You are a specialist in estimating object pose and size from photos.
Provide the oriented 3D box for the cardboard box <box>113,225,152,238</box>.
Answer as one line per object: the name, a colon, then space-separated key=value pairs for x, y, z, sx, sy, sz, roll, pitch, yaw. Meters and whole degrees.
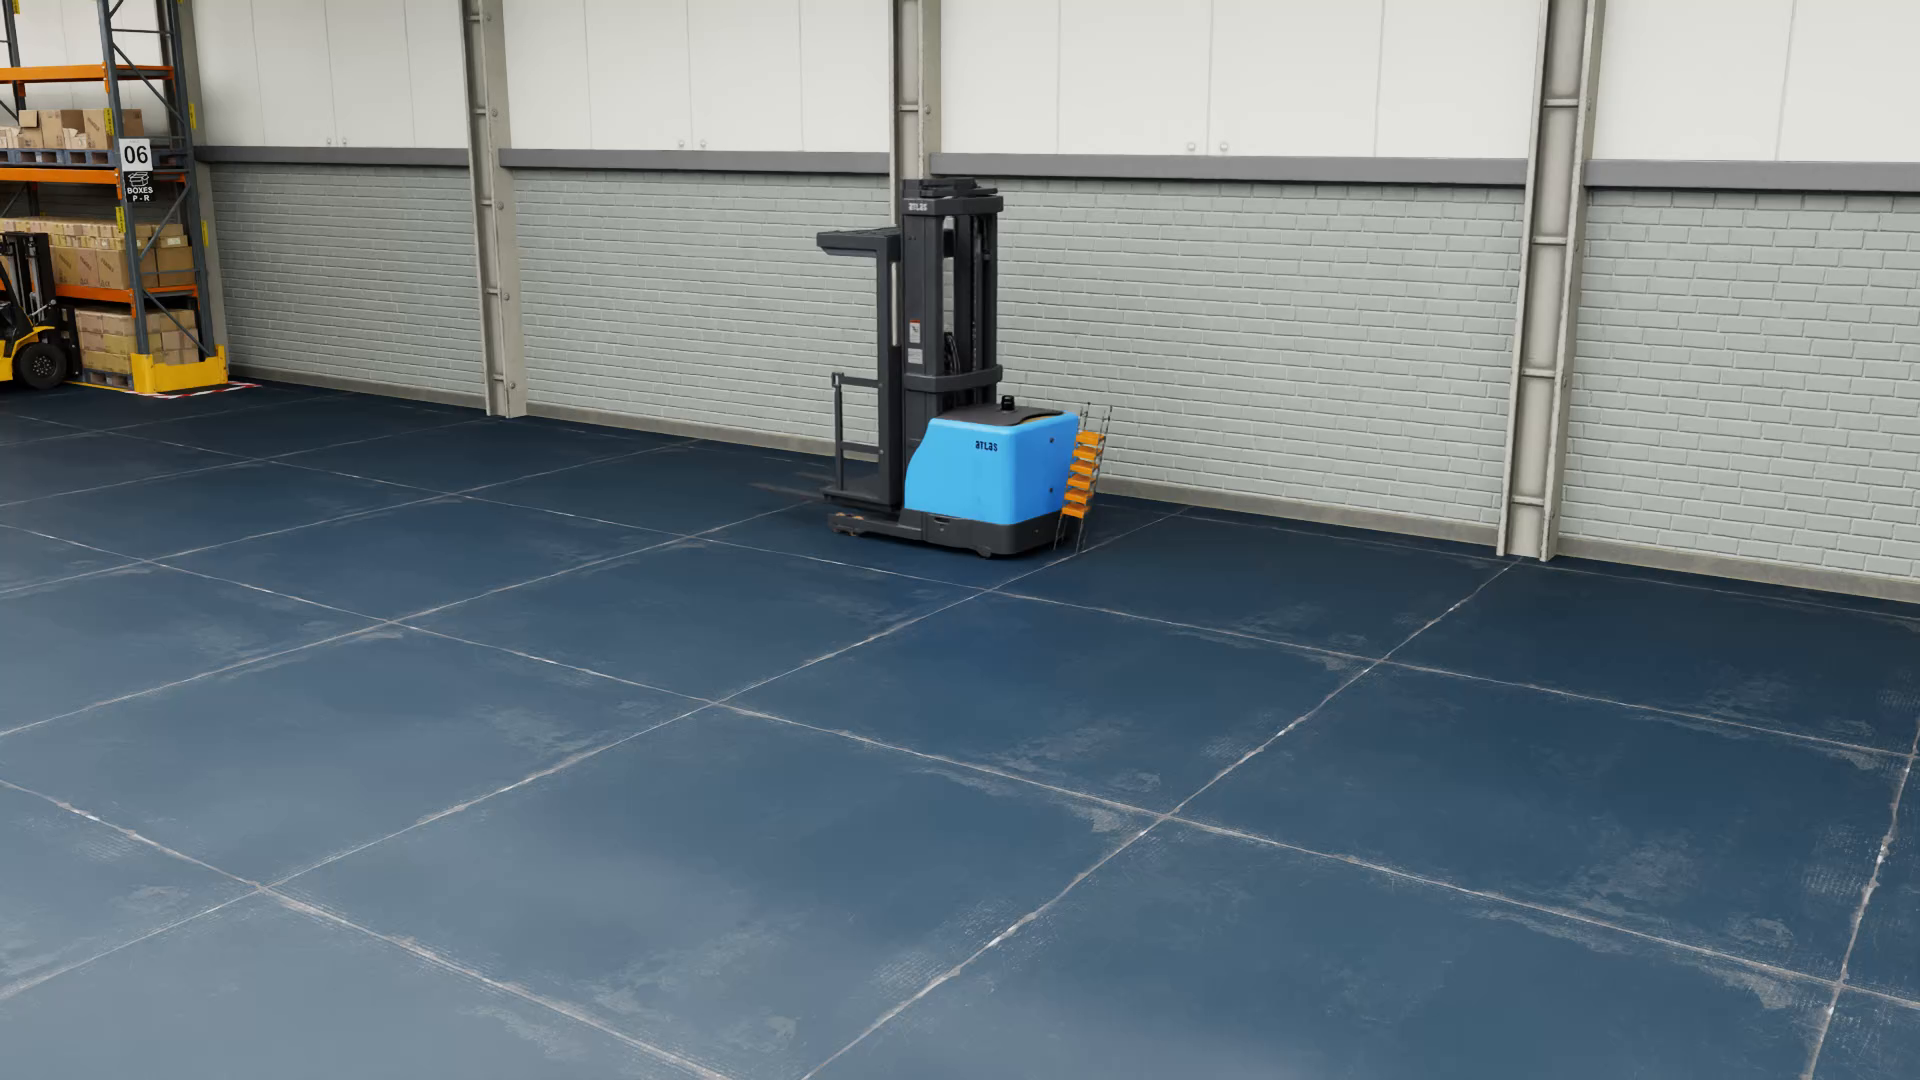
cardboard box: x=-10.723 y=-3.997 z=21.550 sx=0.250 sy=0.149 sz=0.380 roll=9 pitch=17 yaw=33

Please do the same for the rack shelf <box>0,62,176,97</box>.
rack shelf: x=-11.968 y=-6.120 z=22.148 sx=4.000 sy=0.370 sz=1.077 roll=9 pitch=17 yaw=33

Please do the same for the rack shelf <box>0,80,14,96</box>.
rack shelf: x=-15.287 y=-6.656 z=24.315 sx=4.000 sy=0.370 sz=1.077 roll=9 pitch=17 yaw=33

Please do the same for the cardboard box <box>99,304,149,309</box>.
cardboard box: x=-11.427 y=-3.075 z=22.771 sx=0.500 sy=0.250 sz=0.500 roll=9 pitch=17 yaw=32

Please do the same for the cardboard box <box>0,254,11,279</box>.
cardboard box: x=-12.963 y=-3.890 z=23.086 sx=0.500 sy=0.500 sz=0.500 roll=10 pitch=17 yaw=34

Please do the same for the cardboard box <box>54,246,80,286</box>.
cardboard box: x=-11.714 y=-3.685 z=22.260 sx=0.500 sy=0.500 sz=0.500 roll=9 pitch=16 yaw=32

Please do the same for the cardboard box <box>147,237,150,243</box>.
cardboard box: x=-10.685 y=-3.964 z=22.036 sx=0.250 sy=0.149 sz=0.380 roll=9 pitch=17 yaw=33

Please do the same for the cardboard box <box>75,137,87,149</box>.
cardboard box: x=-11.165 y=-5.120 z=21.462 sx=0.250 sy=0.149 sz=0.380 roll=9 pitch=16 yaw=31

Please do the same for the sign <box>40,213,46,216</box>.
sign: x=-13.319 y=-4.589 z=24.152 sx=0.005 sy=0.325 sz=0.100 roll=9 pitch=17 yaw=33

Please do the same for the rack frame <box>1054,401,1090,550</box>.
rack frame: x=0.894 y=-0.511 z=13.291 sx=0.006 sy=1.200 sz=0.240 roll=15 pitch=18 yaw=16

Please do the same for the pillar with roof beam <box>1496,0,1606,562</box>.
pillar with roof beam: x=2.150 y=-3.396 z=8.814 sx=0.400 sy=9.000 sz=9.100 roll=9 pitch=17 yaw=33

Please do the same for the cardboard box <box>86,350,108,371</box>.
cardboard box: x=-11.282 y=-2.421 z=22.208 sx=0.500 sy=0.250 sz=0.500 roll=9 pitch=17 yaw=33

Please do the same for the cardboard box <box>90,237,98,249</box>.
cardboard box: x=-11.162 y=-3.912 z=21.828 sx=0.250 sy=0.149 sz=0.380 roll=10 pitch=17 yaw=34

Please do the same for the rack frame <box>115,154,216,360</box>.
rack frame: x=-10.308 y=-3.483 z=21.651 sx=0.127 sy=3.000 sz=1.000 roll=9 pitch=17 yaw=33

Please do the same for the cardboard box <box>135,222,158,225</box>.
cardboard box: x=-10.893 y=-4.153 z=22.180 sx=0.250 sy=0.149 sz=0.380 roll=10 pitch=17 yaw=34

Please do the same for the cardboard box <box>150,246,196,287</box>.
cardboard box: x=-10.564 y=-3.653 z=22.131 sx=0.500 sy=0.500 sz=0.500 roll=10 pitch=17 yaw=35

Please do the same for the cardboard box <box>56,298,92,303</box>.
cardboard box: x=-12.682 y=-3.282 z=23.605 sx=0.500 sy=0.250 sz=0.500 roll=9 pitch=16 yaw=32

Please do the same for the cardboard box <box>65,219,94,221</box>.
cardboard box: x=-12.149 y=-4.366 z=23.043 sx=0.250 sy=0.149 sz=0.380 roll=9 pitch=16 yaw=32

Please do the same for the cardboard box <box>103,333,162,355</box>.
cardboard box: x=-10.886 y=-2.598 z=21.883 sx=0.500 sy=0.250 sz=0.500 roll=9 pitch=16 yaw=32

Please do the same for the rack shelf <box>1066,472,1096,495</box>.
rack shelf: x=0.972 y=-0.446 z=13.279 sx=0.180 sy=0.103 sz=0.258 roll=15 pitch=18 yaw=16

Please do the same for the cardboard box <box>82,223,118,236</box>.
cardboard box: x=-11.342 y=-4.102 z=21.973 sx=0.250 sy=0.149 sz=0.380 roll=9 pitch=17 yaw=33

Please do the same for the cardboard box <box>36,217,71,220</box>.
cardboard box: x=-12.781 y=-4.470 z=23.461 sx=0.250 sy=0.149 sz=0.380 roll=9 pitch=17 yaw=32

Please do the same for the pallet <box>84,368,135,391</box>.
pallet: x=-10.966 y=-2.224 z=22.367 sx=1.213 sy=0.211 sz=1.003 roll=9 pitch=17 yaw=33

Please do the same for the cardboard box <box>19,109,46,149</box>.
cardboard box: x=-12.070 y=-5.496 z=22.242 sx=0.637 sy=0.503 sz=0.797 roll=10 pitch=17 yaw=35

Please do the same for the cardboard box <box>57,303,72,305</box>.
cardboard box: x=-12.563 y=-3.111 z=22.917 sx=0.500 sy=0.250 sz=0.500 roll=10 pitch=17 yaw=35

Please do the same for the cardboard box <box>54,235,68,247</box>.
cardboard box: x=-11.830 y=-4.004 z=22.198 sx=0.250 sy=0.149 sz=0.380 roll=9 pitch=17 yaw=33

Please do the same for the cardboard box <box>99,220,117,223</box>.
cardboard box: x=-11.485 y=-4.274 z=22.670 sx=0.250 sy=0.149 sz=0.380 roll=9 pitch=16 yaw=31

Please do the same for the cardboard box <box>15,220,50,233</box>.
cardboard box: x=-12.657 y=-4.291 z=22.740 sx=0.250 sy=0.149 sz=0.380 roll=9 pitch=16 yaw=32

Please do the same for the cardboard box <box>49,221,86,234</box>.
cardboard box: x=-11.999 y=-4.201 z=22.376 sx=0.250 sy=0.149 sz=0.380 roll=9 pitch=17 yaw=34

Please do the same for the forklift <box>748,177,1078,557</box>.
forklift: x=-0.500 y=-1.547 z=13.975 sx=3.031 sy=2.935 sz=1.130 roll=10 pitch=17 yaw=36

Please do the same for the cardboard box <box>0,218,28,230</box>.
cardboard box: x=-13.251 y=-4.412 z=23.226 sx=0.250 sy=0.149 sz=0.380 roll=9 pitch=17 yaw=34

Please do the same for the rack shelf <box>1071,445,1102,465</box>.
rack shelf: x=1.012 y=-0.672 z=13.208 sx=0.180 sy=0.103 sz=0.258 roll=15 pitch=18 yaw=16

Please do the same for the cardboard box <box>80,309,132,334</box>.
cardboard box: x=-11.291 y=-2.904 z=22.081 sx=0.500 sy=0.250 sz=0.500 roll=10 pitch=17 yaw=34

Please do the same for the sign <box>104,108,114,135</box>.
sign: x=-10.622 y=-5.224 z=20.764 sx=0.005 sy=0.325 sz=0.100 roll=9 pitch=17 yaw=33

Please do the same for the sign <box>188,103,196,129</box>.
sign: x=-9.993 y=-5.512 z=21.620 sx=0.005 sy=0.325 sz=0.100 roll=9 pitch=17 yaw=33

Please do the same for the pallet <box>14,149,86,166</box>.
pallet: x=-11.897 y=-5.160 z=22.365 sx=1.213 sy=0.211 sz=1.003 roll=9 pitch=17 yaw=33

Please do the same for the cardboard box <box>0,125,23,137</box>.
cardboard box: x=-13.073 y=-5.524 z=22.759 sx=0.500 sy=0.311 sz=0.500 roll=10 pitch=17 yaw=34

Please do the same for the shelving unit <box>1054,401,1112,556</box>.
shelving unit: x=0.979 y=-0.488 z=13.266 sx=0.189 sy=1.200 sz=0.258 roll=15 pitch=18 yaw=16
